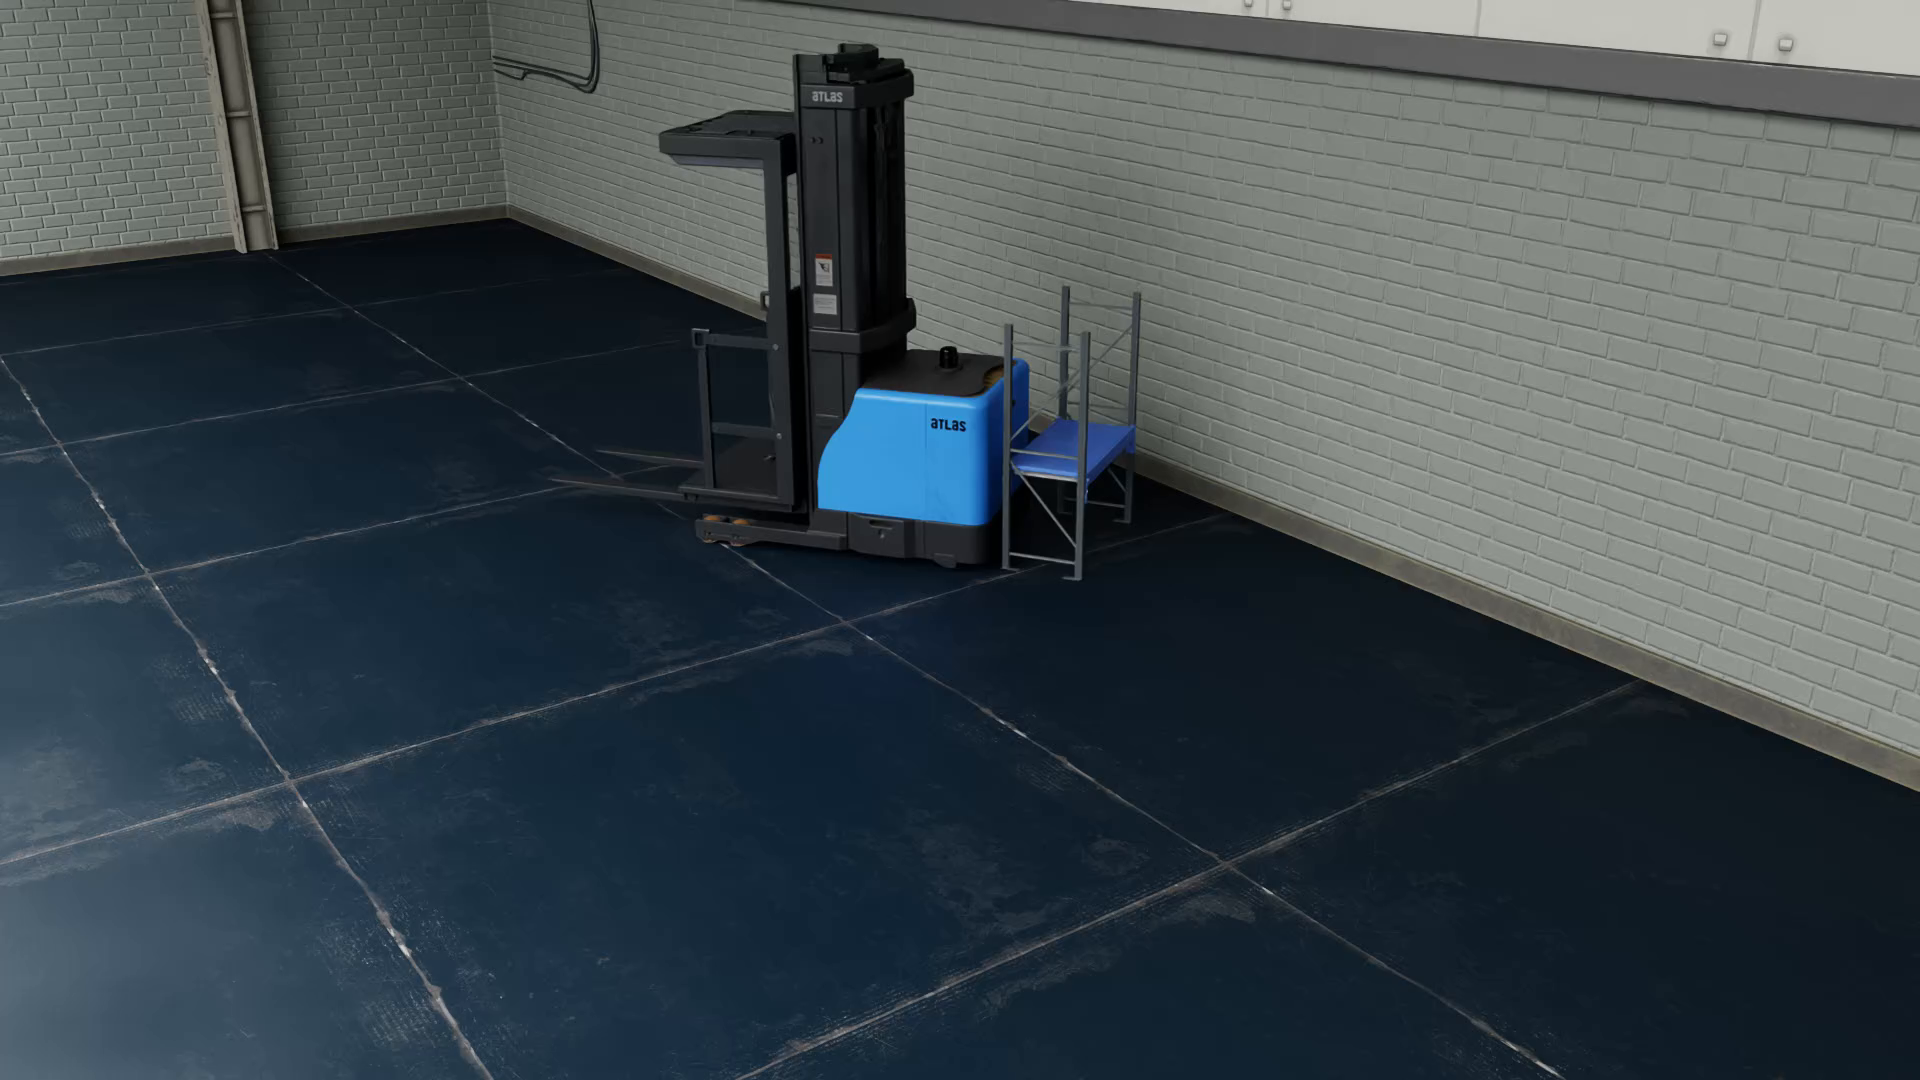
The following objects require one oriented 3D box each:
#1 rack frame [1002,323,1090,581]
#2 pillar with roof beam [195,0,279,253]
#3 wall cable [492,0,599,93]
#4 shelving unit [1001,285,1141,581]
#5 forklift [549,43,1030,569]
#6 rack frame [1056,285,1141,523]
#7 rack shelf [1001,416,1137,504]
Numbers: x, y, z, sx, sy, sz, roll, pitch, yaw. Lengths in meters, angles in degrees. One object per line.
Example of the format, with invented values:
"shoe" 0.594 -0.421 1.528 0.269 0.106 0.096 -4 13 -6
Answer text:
"rack frame" 0.488 -0.492 9.606 0.500 1.500 0.032 8 23 20
"pillar with roof beam" -5.319 -6.131 13.620 0.400 9.000 9.100 -15 26 -33
"wall cable" -4.670 -6.224 18.042 0.112 2.526 3.097 -15 26 -33
"shelving unit" 0.677 -0.667 10.044 0.538 1.500 1.048 8 23 20
"forklift" -1.130 -1.496 10.192 3.031 2.935 1.130 7 23 17
"rack frame" 0.866 -0.842 10.483 0.500 1.500 0.032 8 23 20
"rack shelf" 0.677 -0.500 10.111 0.538 0.185 1.000 8 23 20
